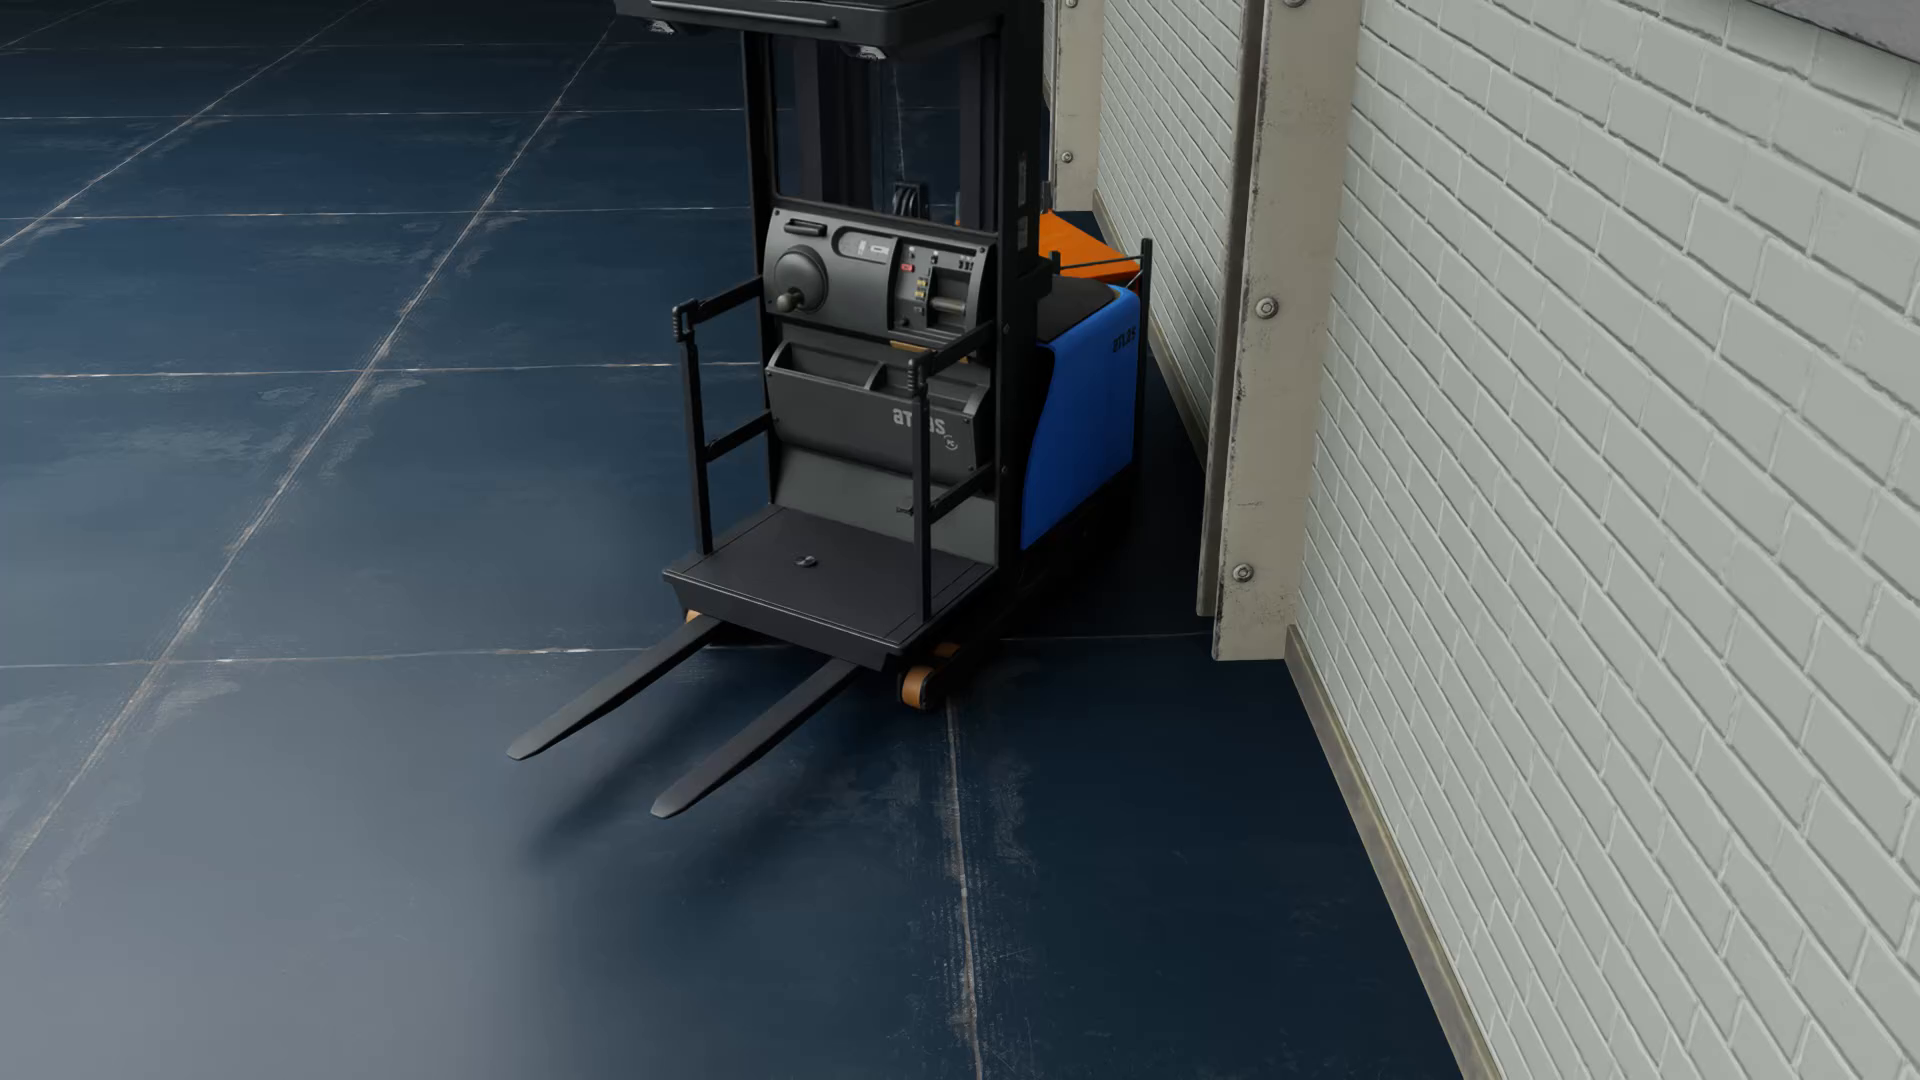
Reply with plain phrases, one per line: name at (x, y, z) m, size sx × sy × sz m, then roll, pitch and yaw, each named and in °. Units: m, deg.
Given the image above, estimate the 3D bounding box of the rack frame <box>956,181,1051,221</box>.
rack frame at (0.215, -1.226, 8.384) m, size 0.500 × 1.125 × 0.032 m, roll -11°, pitch 30°, yaw -21°

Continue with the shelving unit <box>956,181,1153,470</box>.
shelving unit at (0.418, -1.010, 7.970) m, size 0.538 × 1.125 × 1.048 m, roll -11°, pitch 30°, yaw -21°

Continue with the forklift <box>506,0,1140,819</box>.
forklift at (-0.420, -0.924, 5.852) m, size 1.130 × 2.935 × 3.031 m, roll 15°, pitch 31°, yaw 27°

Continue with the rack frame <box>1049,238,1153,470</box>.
rack frame at (0.621, -0.795, 7.557) m, size 0.500 × 1.125 × 0.032 m, roll -11°, pitch 30°, yaw -21°

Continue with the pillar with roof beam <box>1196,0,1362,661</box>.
pillar with roof beam at (-3.183, -3.520, 4.267) m, size 9.100 × 9.000 × 0.400 m, roll -1°, pitch 28°, yaw -3°

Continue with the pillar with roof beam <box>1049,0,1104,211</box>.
pillar with roof beam at (-3.497, -6.291, 9.580) m, size 9.100 × 9.000 × 0.400 m, roll -1°, pitch 28°, yaw -3°

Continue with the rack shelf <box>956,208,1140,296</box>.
rack shelf at (0.418, -1.270, 7.835) m, size 0.538 × 0.278 × 1.000 m, roll -11°, pitch 30°, yaw -21°
